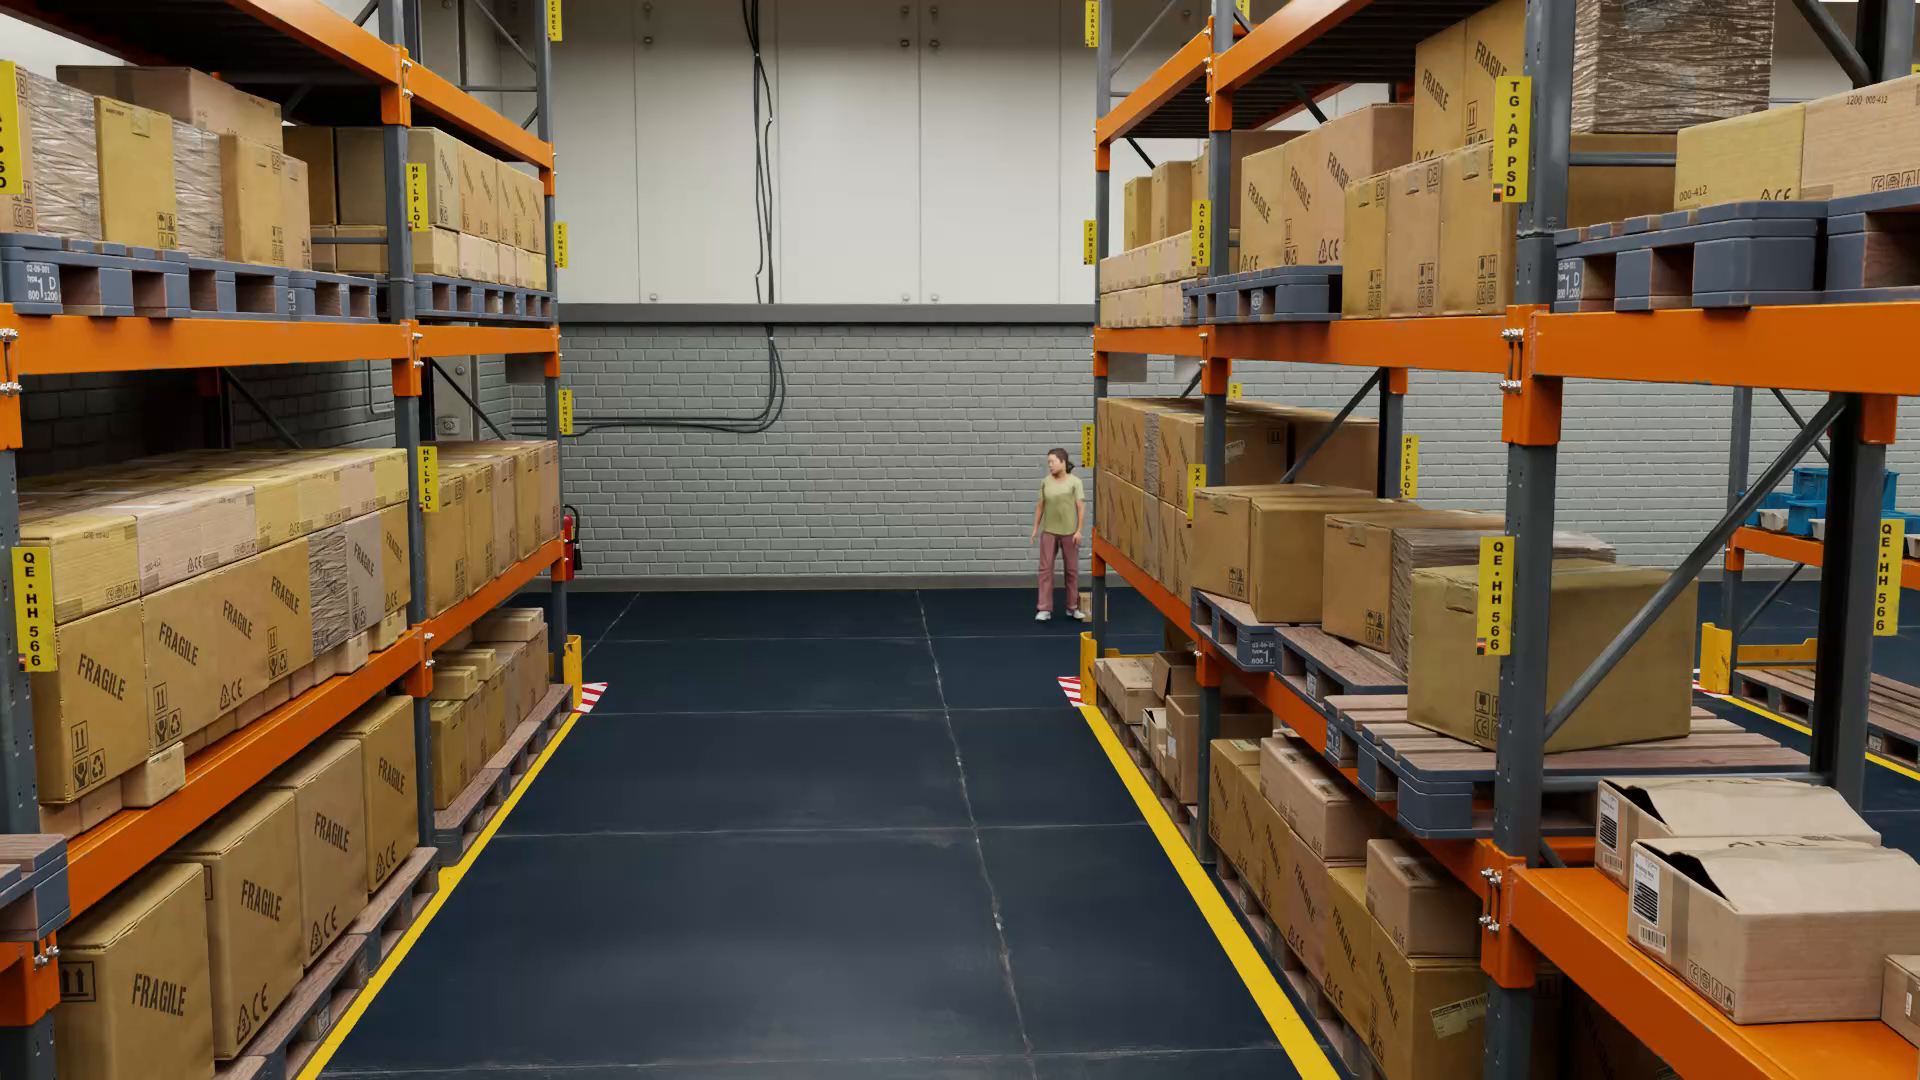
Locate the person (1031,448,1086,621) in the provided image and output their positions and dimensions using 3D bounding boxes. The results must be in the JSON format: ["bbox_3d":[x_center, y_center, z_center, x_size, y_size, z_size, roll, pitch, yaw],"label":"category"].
[{"bbox_3d":[0.944,-0.058,16.044,0.550,1.666,0.584,2,7,16],"label":"person"}]
